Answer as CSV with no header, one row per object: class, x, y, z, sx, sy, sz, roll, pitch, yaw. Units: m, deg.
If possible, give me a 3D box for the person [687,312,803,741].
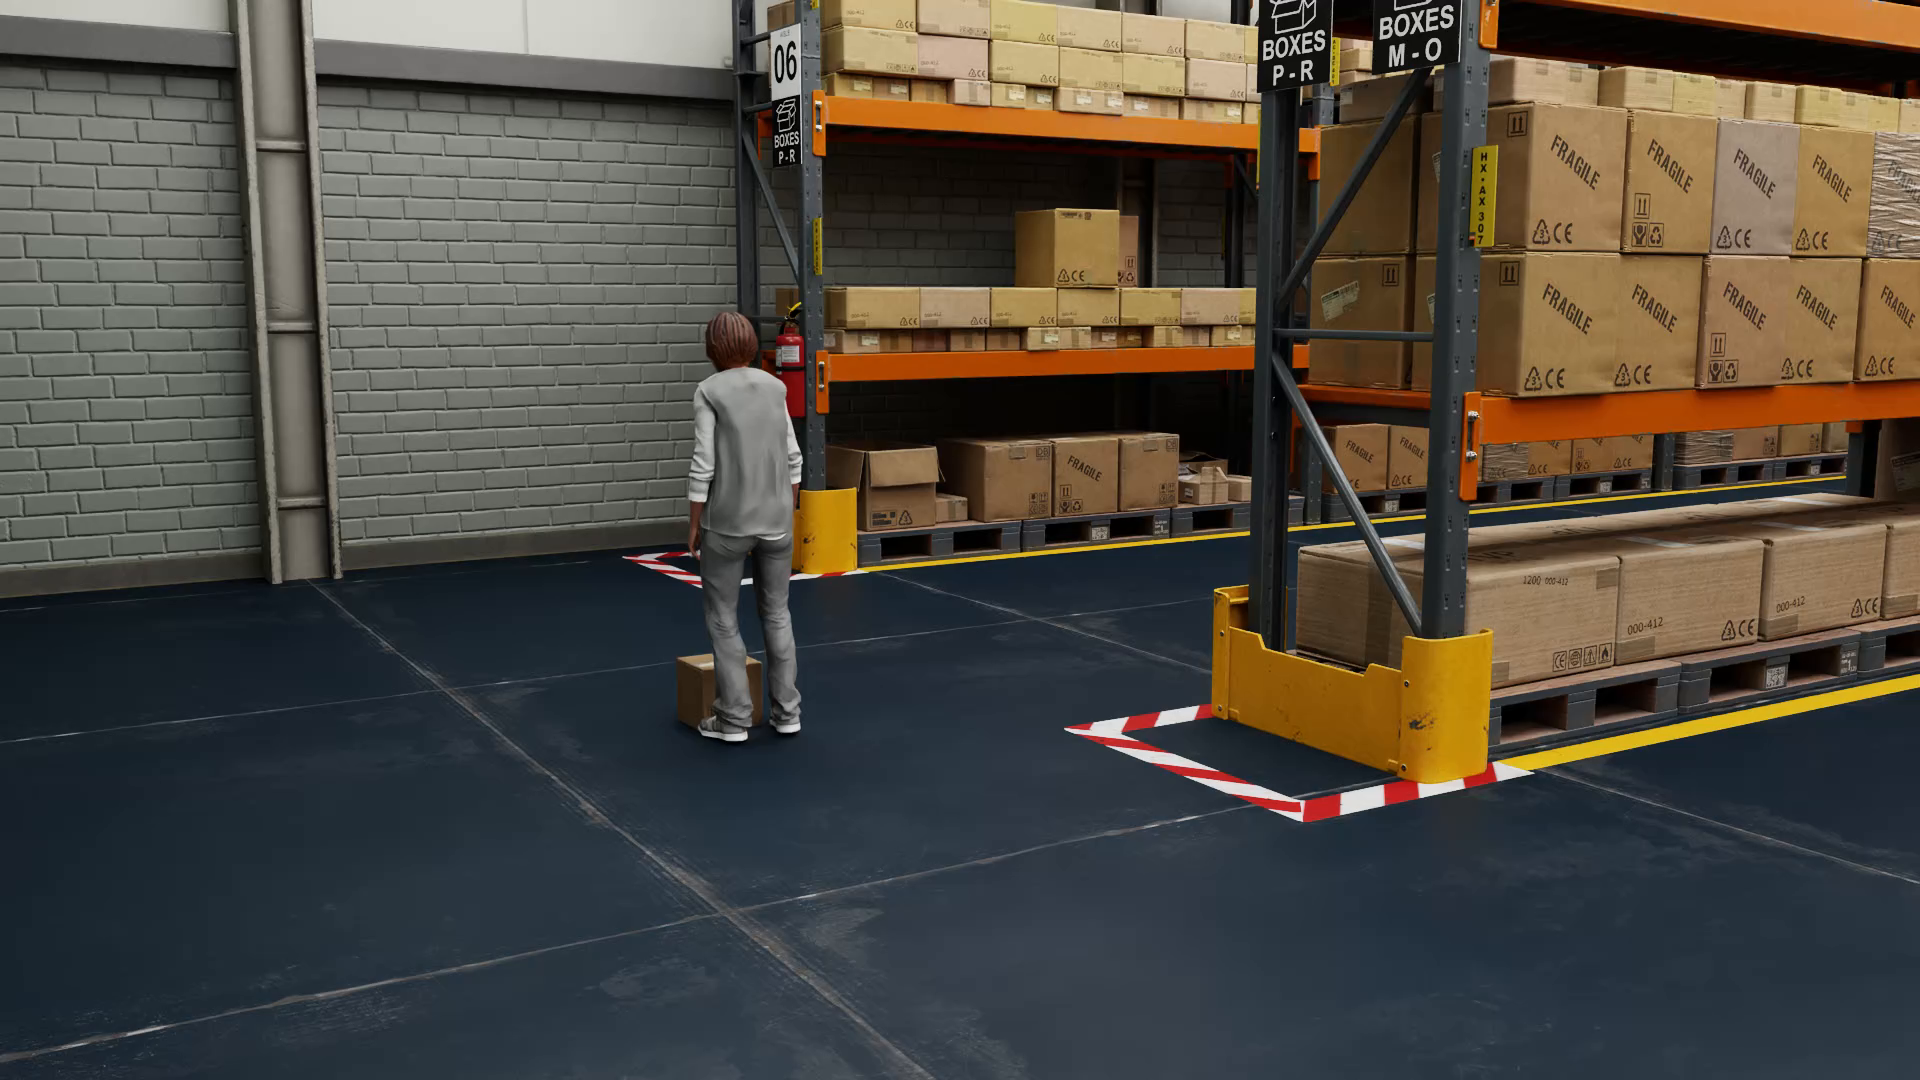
person,-0.798,-0.039,6.179,0.466,1.580,0.346,-6,10,-33
